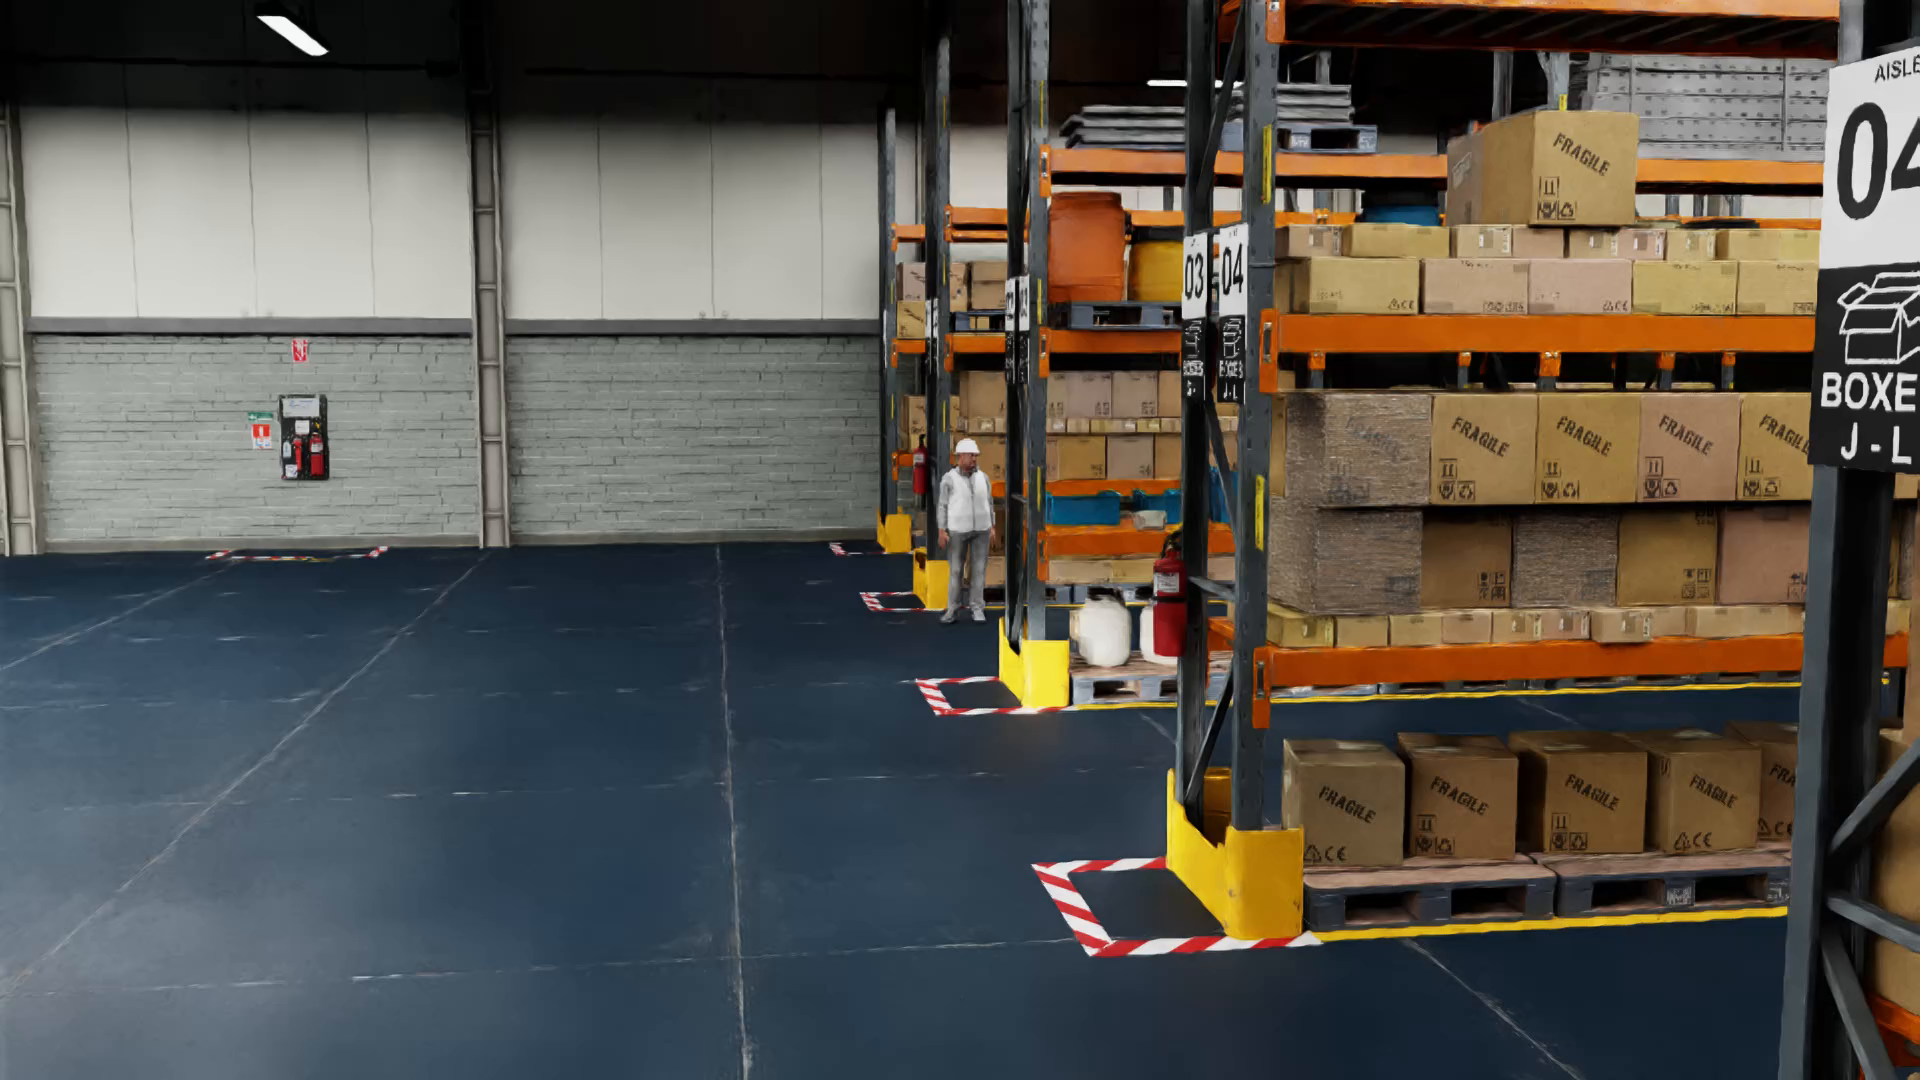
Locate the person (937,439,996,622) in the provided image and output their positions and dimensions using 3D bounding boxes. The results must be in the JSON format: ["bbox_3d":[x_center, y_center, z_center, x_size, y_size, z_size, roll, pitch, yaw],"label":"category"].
[{"bbox_3d":[0.069,-0.095,16.204,0.591,1.784,0.383,-2,7,-17],"label":"person"}]
